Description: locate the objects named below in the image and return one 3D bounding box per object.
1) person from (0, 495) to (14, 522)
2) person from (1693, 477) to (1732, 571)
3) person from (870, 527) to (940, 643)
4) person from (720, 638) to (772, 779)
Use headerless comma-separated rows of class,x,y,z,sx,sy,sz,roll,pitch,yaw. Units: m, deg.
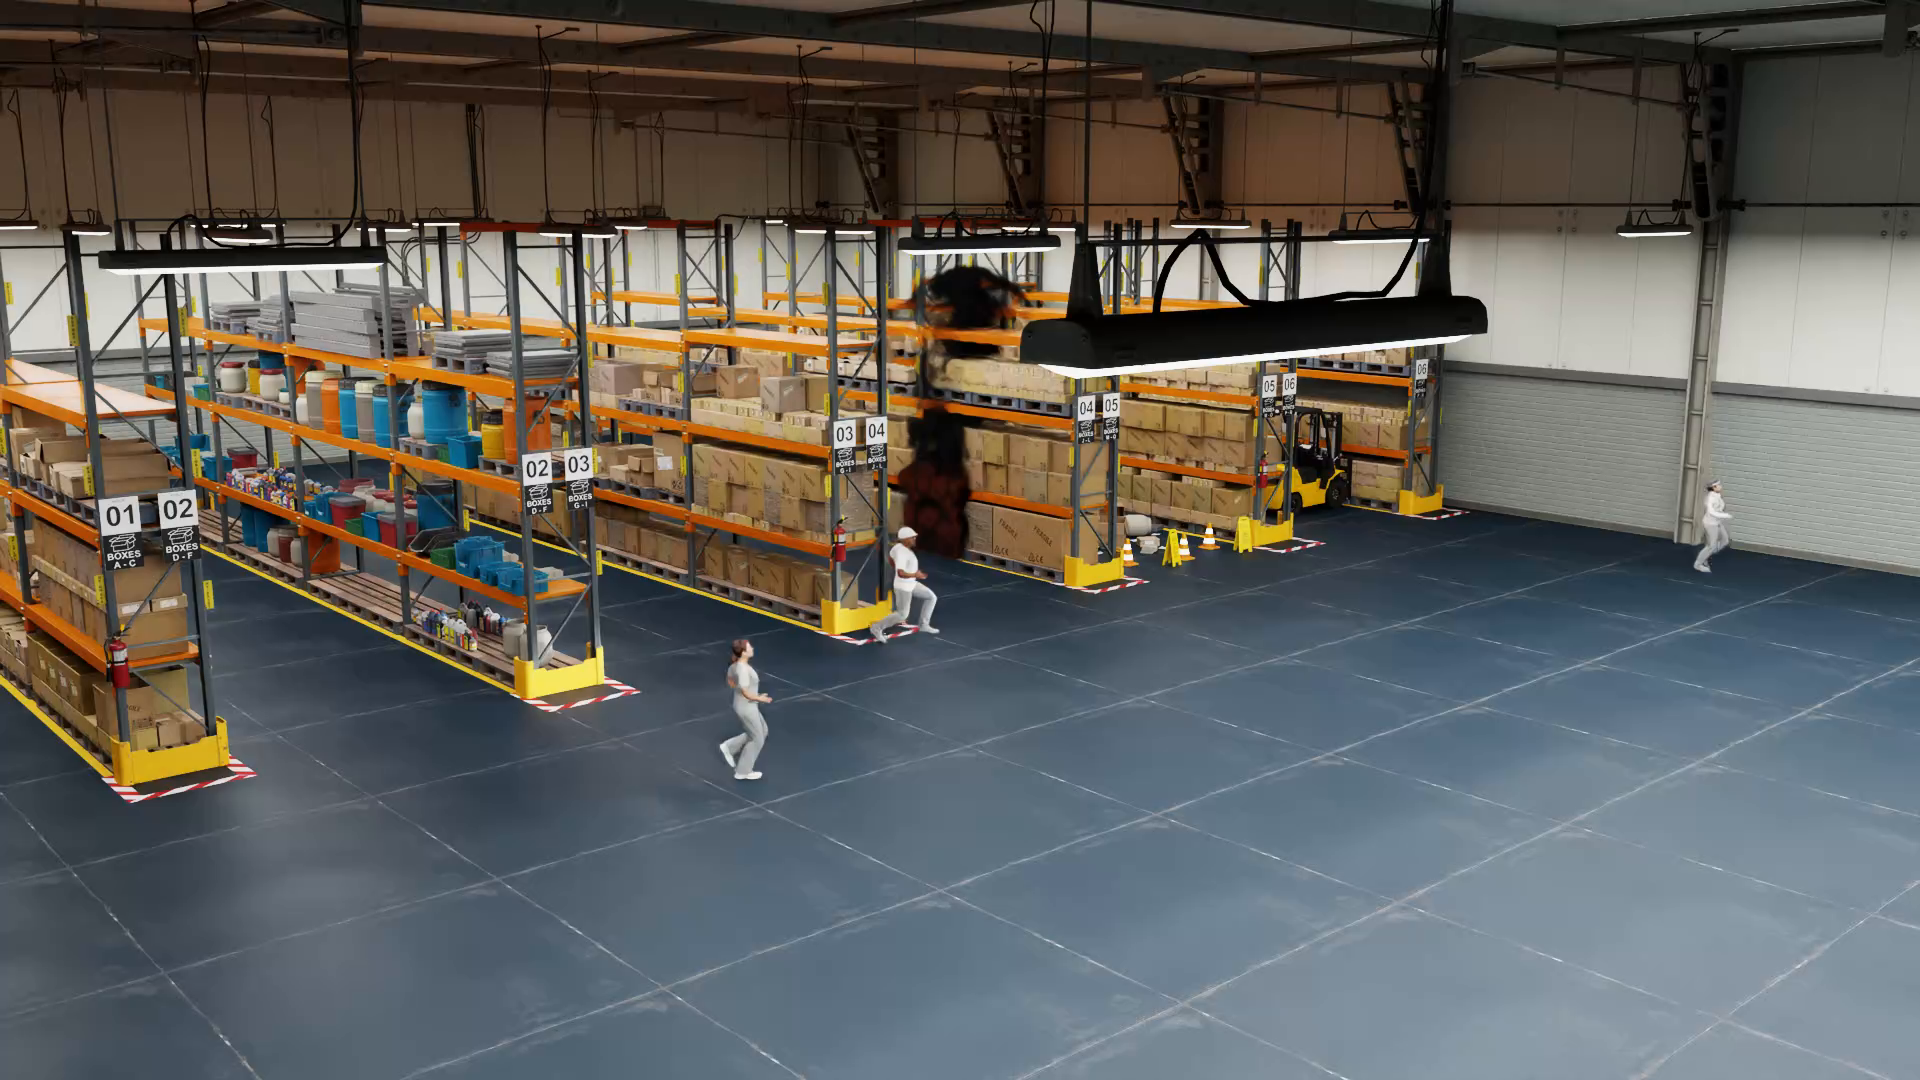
person,-18.154,-0.846,31.698,0.536,1.708,0.718,4,12,18
person,13.137,-0.273,28.948,0.562,1.669,0.671,7,13,31
person,-0.793,0.642,23.697,0.996,1.680,0.702,1,11,4
person,-2.389,1.878,18.496,0.567,1.629,0.565,-4,12,-18
